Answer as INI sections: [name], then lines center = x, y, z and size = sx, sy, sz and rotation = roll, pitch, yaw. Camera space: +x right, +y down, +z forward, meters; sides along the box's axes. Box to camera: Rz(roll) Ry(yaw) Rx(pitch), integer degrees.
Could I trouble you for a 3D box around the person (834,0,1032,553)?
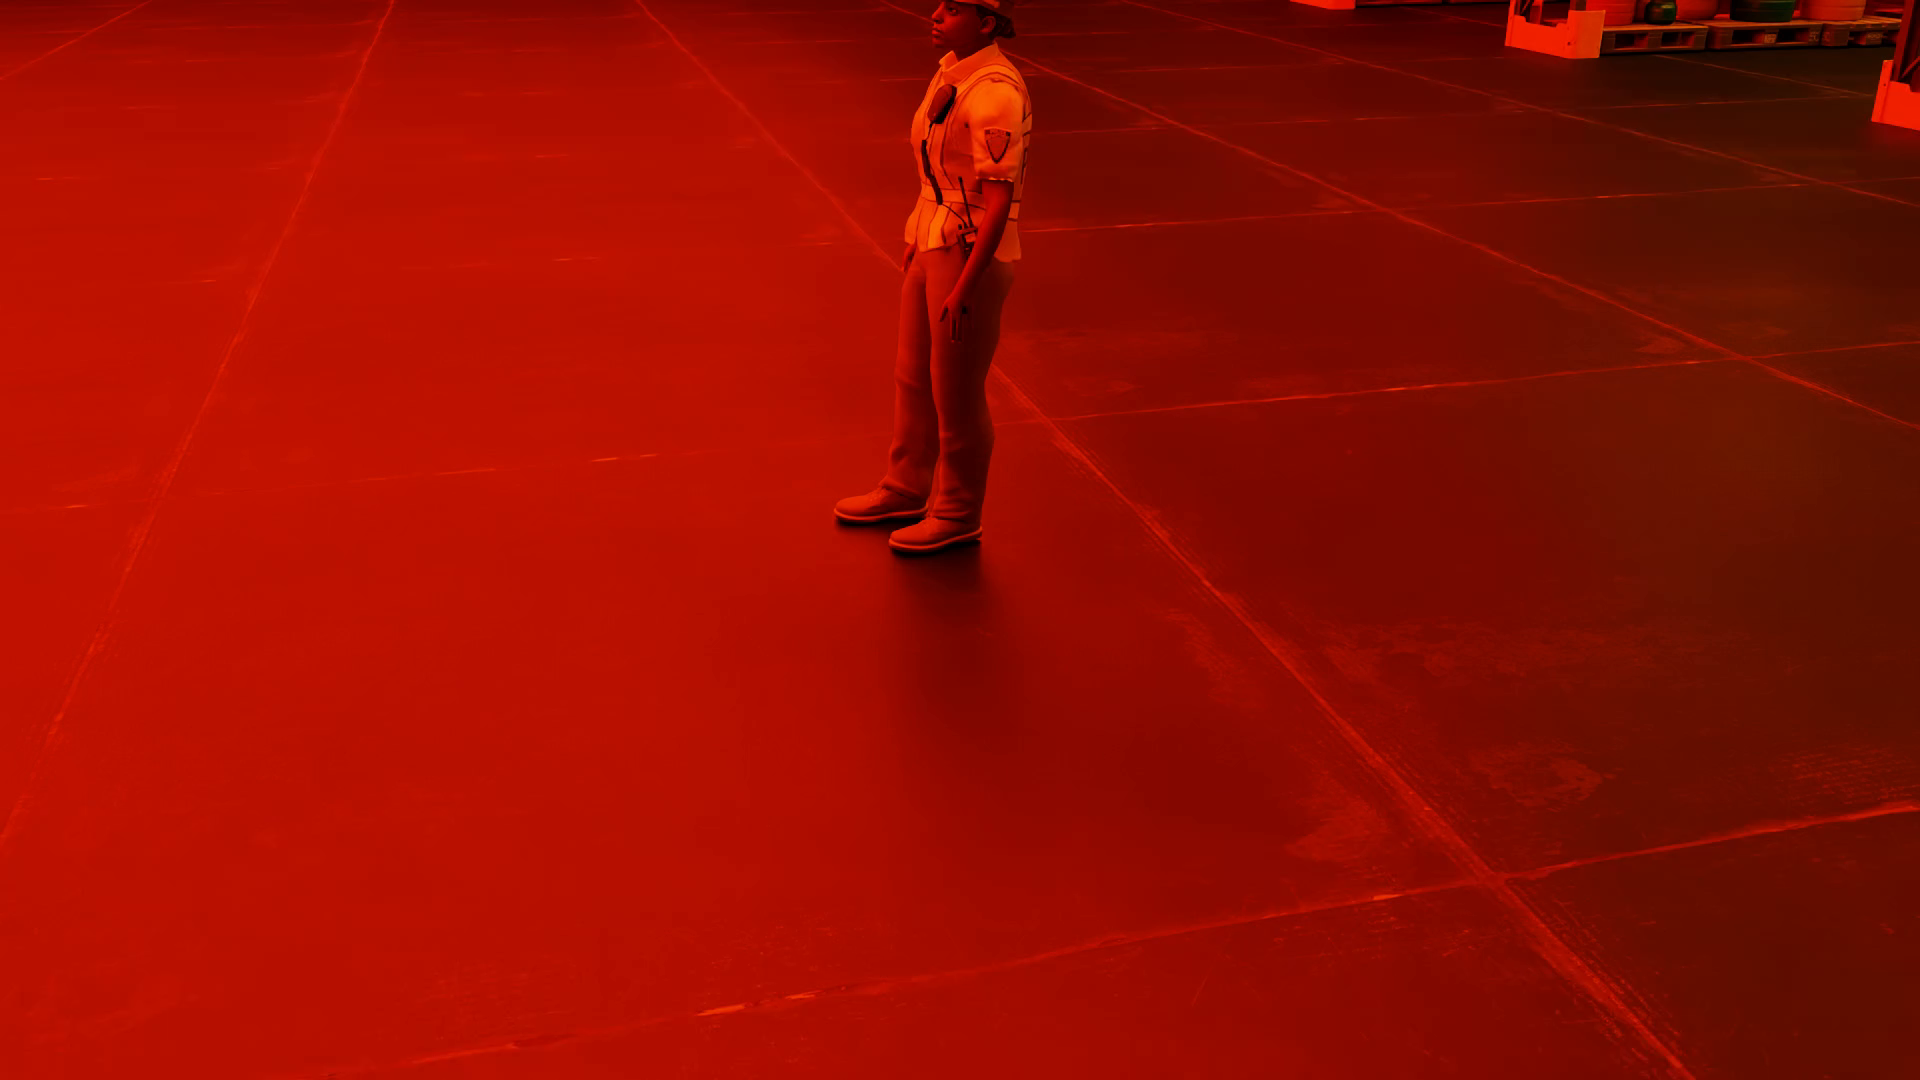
[person]
center = -0.077, -0.786, 4.718
size = 0.530, 1.695, 0.569
rotation = -6, 24, -14
